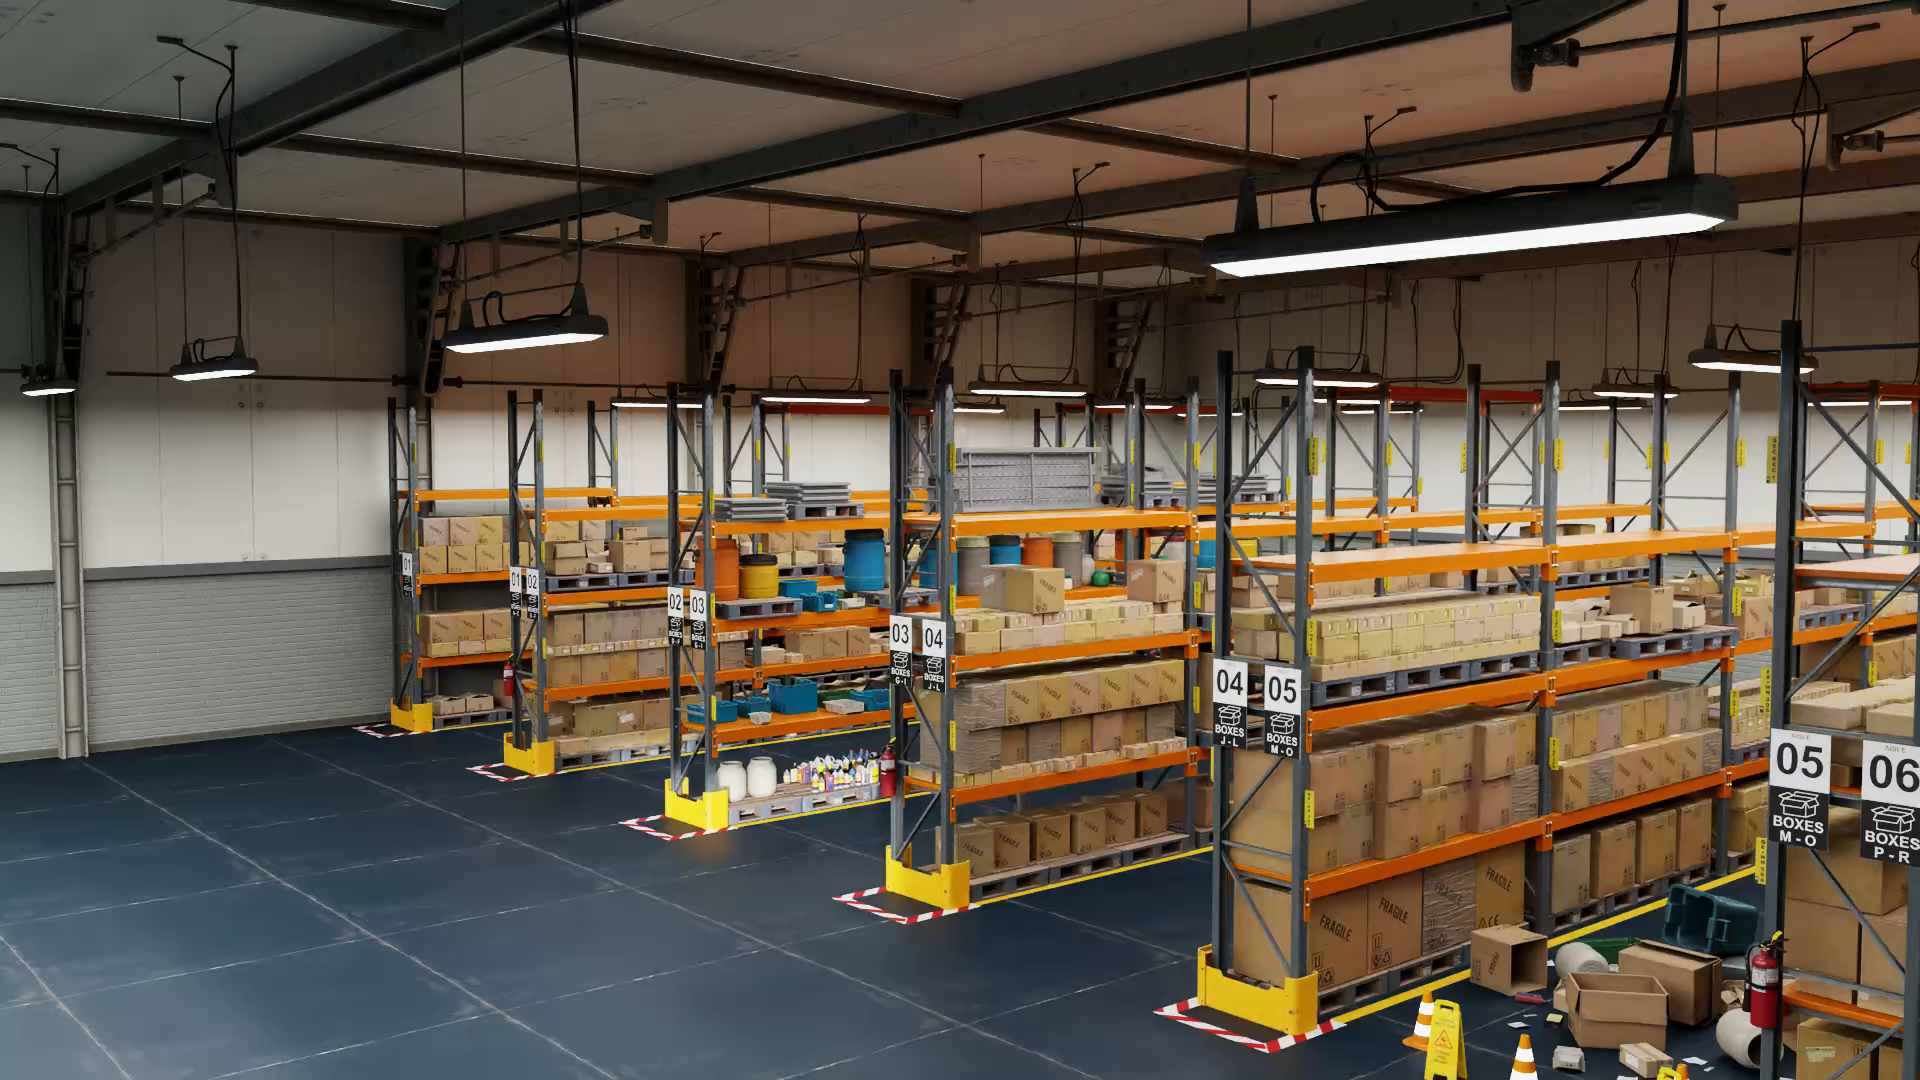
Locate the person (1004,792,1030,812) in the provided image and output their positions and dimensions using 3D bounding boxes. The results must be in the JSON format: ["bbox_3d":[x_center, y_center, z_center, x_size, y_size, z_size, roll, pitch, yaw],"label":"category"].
[{"bbox_3d":[0.750,3.019,22.491,0.559,1.653,0.556,3,4,39],"label":"person"}]
